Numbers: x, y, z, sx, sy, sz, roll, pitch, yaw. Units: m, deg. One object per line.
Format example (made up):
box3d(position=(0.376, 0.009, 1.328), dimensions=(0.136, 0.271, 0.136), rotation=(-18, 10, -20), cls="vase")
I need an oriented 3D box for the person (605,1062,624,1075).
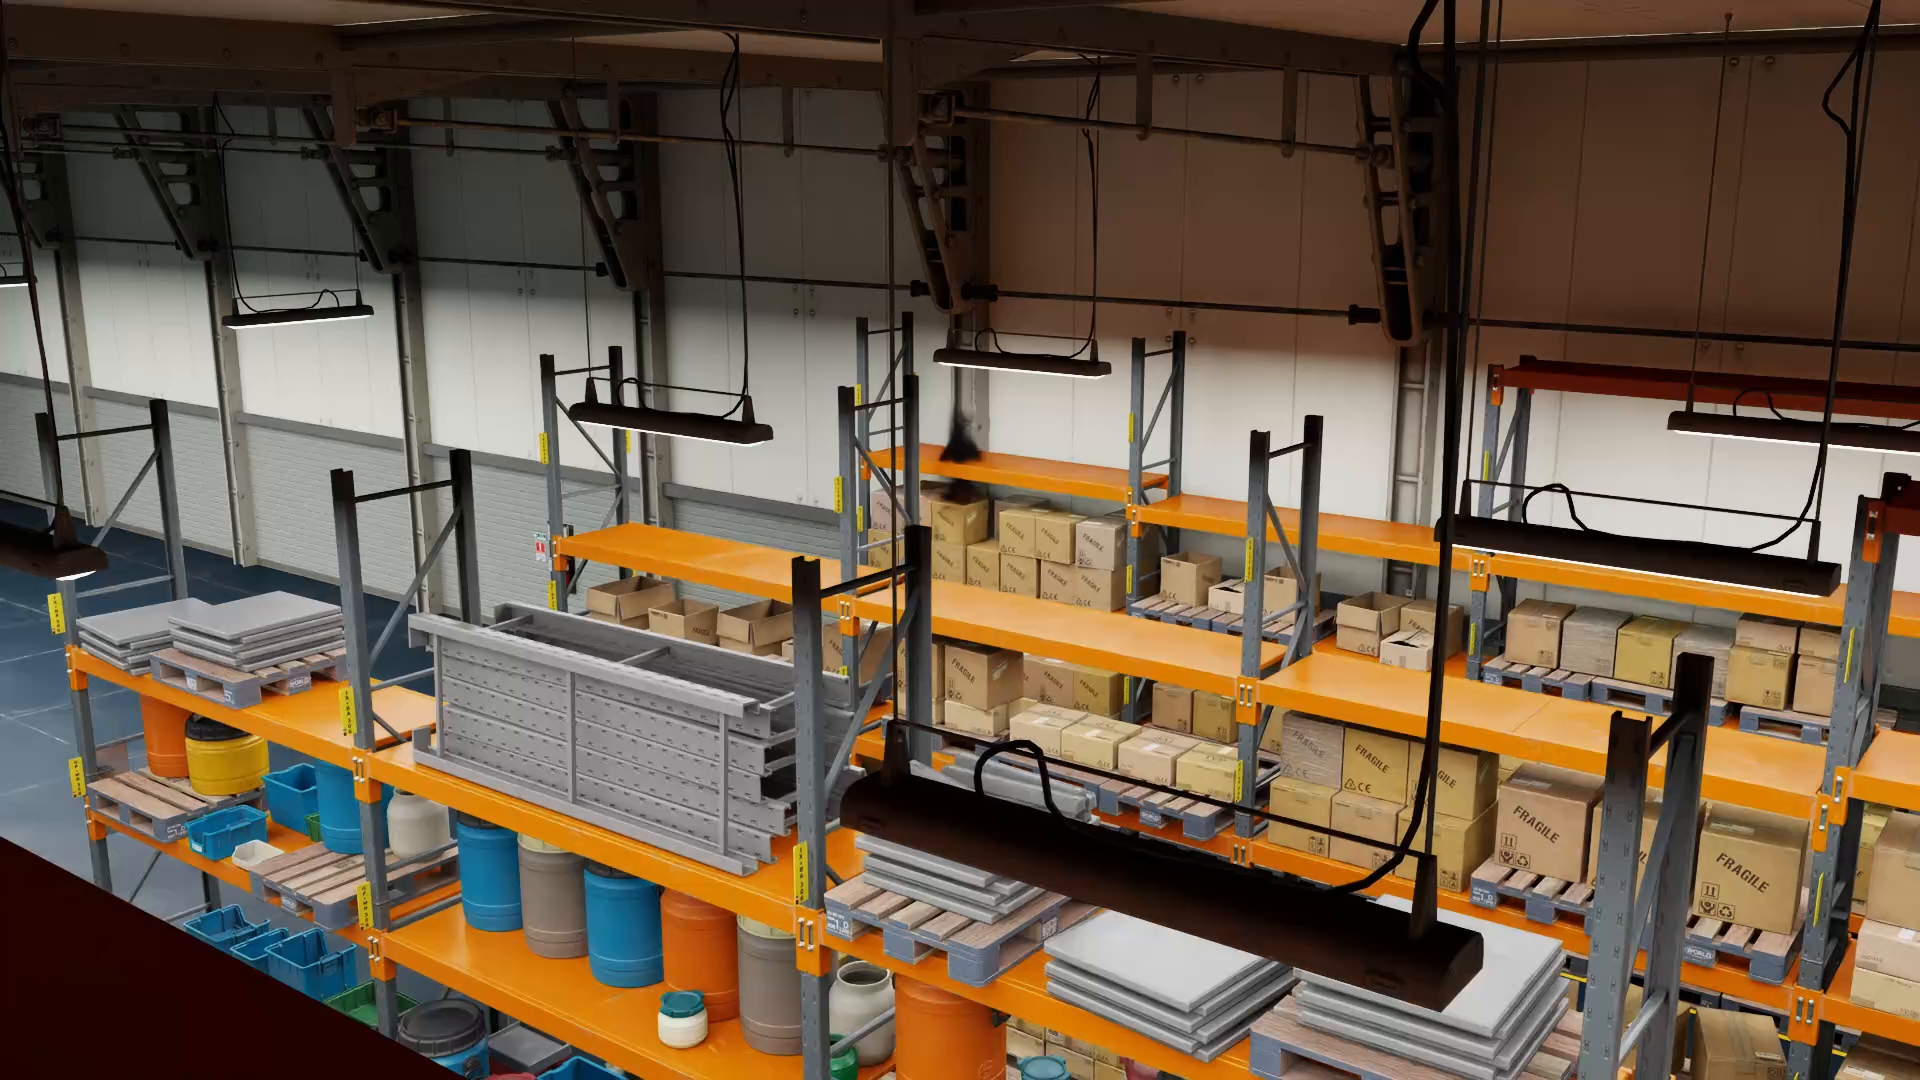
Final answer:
box3d(position=(-3.195, 3.946, 14.616), dimensions=(0.776, 1.683, 0.546), rotation=(-11, 17, -40), cls="person")
